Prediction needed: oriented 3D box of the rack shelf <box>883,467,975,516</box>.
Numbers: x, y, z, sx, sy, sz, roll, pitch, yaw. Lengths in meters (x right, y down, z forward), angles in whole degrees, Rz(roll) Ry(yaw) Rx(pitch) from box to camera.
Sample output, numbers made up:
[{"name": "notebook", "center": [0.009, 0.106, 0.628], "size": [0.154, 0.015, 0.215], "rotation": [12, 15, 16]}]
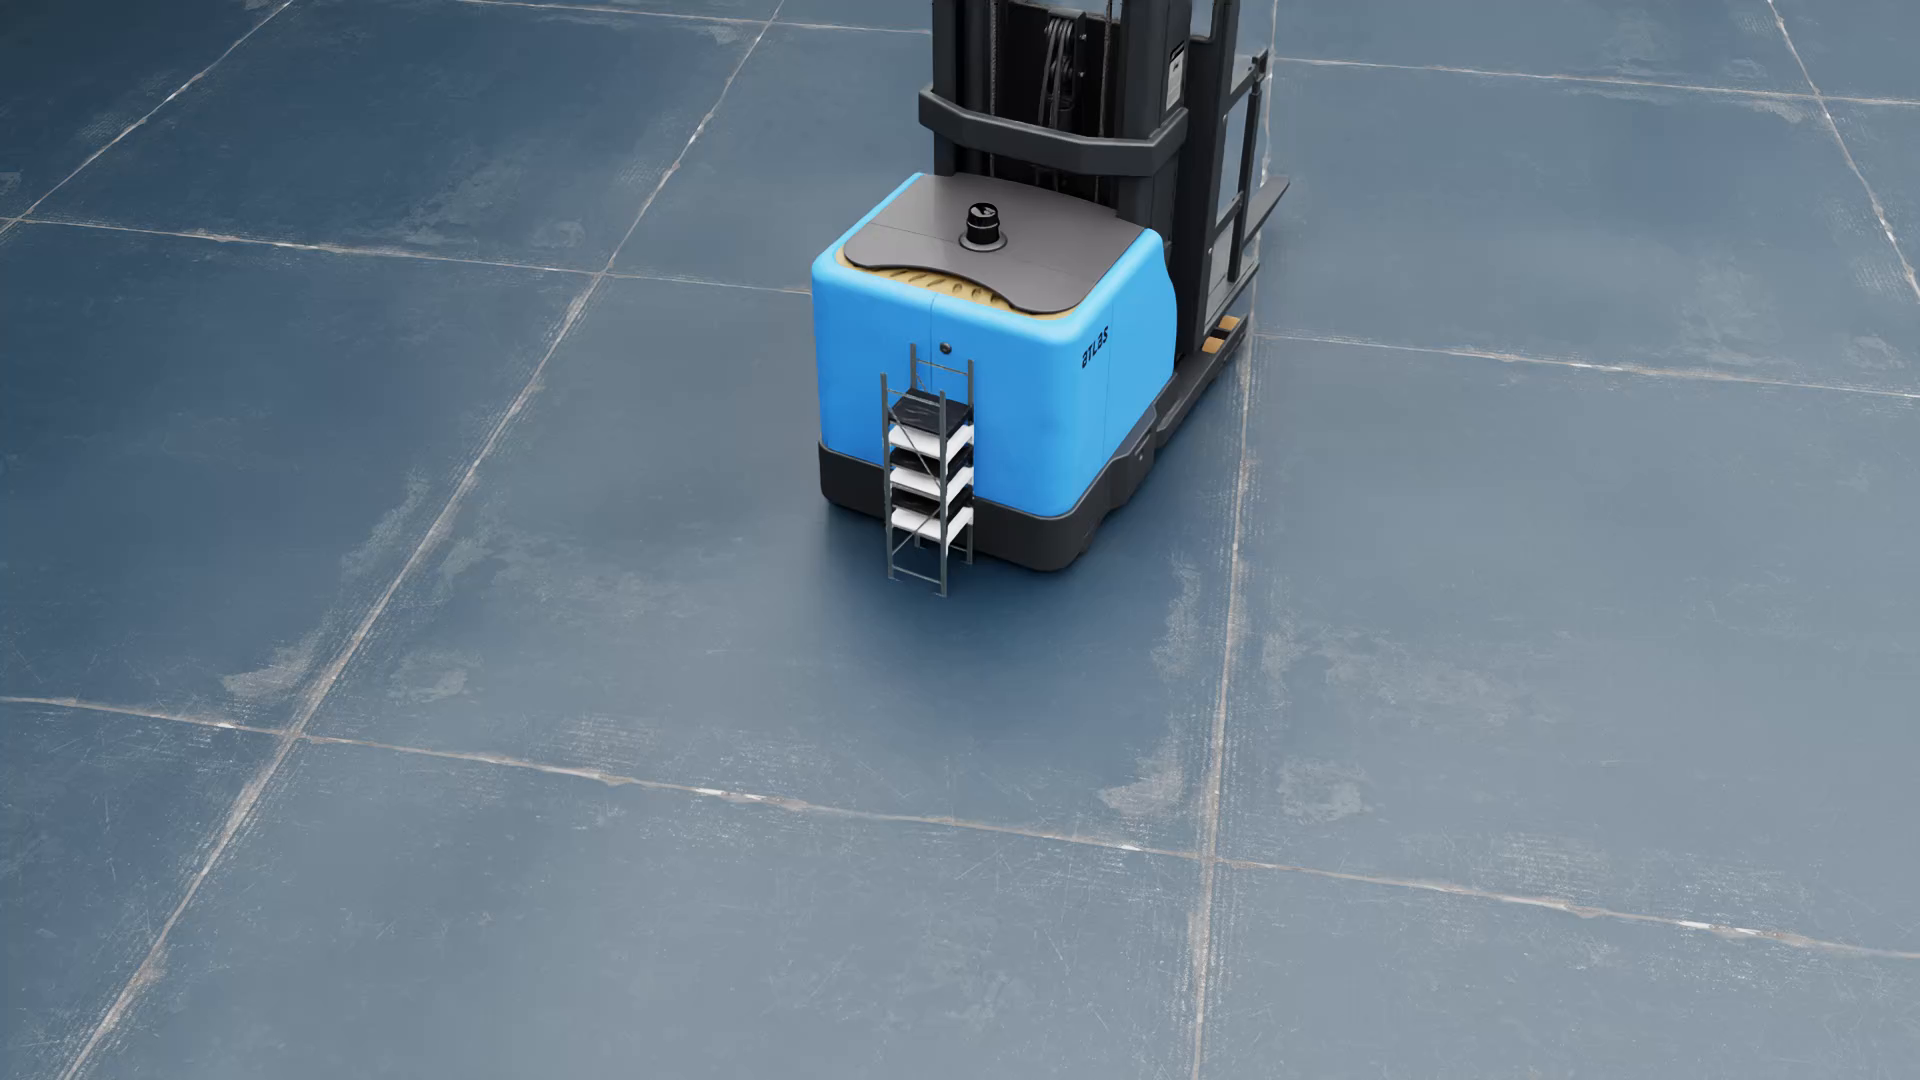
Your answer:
[{"name": "rack shelf", "center": [-0.109, -0.204, 5.843], "size": [0.258, 0.077, 0.200], "rotation": [18, 43, 21]}]

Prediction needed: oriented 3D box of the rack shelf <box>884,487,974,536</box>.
[{"name": "rack shelf", "center": [-0.109, -0.135, 5.901], "size": [0.258, 0.077, 0.200], "rotation": [18, 43, 21]}]

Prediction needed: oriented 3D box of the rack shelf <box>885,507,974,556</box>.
[{"name": "rack shelf", "center": [-0.109, -0.066, 5.958], "size": [0.258, 0.077, 0.200], "rotation": [18, 43, 21]}]

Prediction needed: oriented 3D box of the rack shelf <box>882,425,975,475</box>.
[{"name": "rack shelf", "center": [-0.109, -0.343, 5.729], "size": [0.258, 0.077, 0.200], "rotation": [18, 43, 21]}]

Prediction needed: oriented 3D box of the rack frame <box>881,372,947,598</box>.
[{"name": "rack frame", "center": [-0.155, -0.173, 5.753], "size": [0.240, 0.900, 0.006], "rotation": [18, 43, 21]}]

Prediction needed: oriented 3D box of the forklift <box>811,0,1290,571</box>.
[{"name": "forklift", "center": [0.593, -1.948, 6.306], "size": [1.130, 2.935, 3.031], "rotation": [18, 43, 21]}]

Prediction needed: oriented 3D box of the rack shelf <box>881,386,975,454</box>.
[{"name": "rack shelf", "center": [-0.109, -0.413, 5.671], "size": [0.258, 0.077, 0.200], "rotation": [18, 43, 21]}]

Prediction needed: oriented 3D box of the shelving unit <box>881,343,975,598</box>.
[{"name": "shelving unit", "center": [-0.109, -0.230, 5.822], "size": [0.258, 0.900, 0.210], "rotation": [18, 43, 21]}]

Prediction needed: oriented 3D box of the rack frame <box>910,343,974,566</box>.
[{"name": "rack frame", "center": [-0.062, -0.288, 5.892], "size": [0.240, 0.900, 0.006], "rotation": [18, 43, 21]}]

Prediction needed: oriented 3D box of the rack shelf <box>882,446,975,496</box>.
[{"name": "rack shelf", "center": [-0.109, -0.274, 5.786], "size": [0.258, 0.077, 0.200], "rotation": [18, 43, 21]}]
